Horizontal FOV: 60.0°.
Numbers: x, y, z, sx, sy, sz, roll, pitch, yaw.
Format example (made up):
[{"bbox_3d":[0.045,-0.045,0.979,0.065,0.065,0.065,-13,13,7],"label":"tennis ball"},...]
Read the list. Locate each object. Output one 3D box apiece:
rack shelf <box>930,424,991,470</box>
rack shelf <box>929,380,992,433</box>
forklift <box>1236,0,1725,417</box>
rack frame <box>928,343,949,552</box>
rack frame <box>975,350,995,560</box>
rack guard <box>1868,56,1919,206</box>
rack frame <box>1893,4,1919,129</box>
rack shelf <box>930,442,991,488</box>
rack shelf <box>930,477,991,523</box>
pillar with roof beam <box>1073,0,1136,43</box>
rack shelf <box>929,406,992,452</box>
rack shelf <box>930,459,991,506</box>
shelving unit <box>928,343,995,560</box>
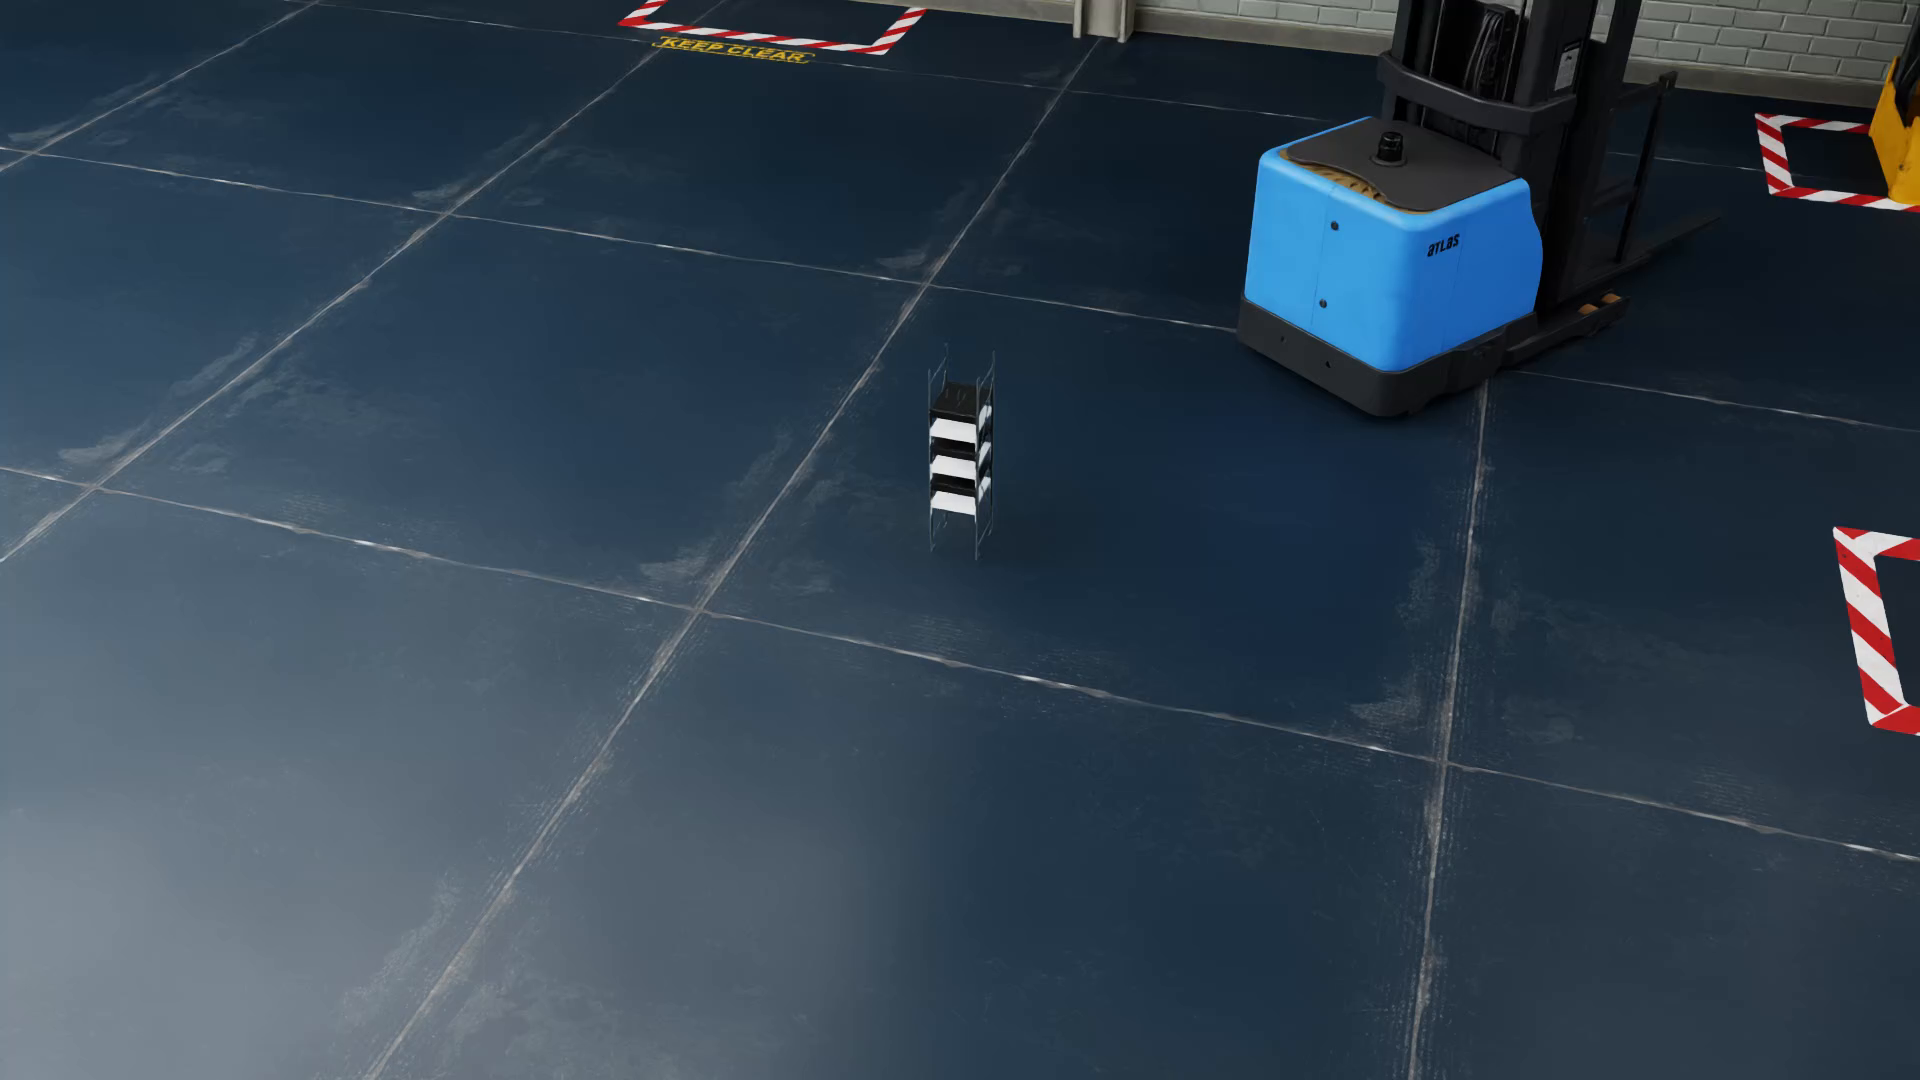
[{"bbox_3d":[0.008,-0.407,6.948,0.200,0.077,0.258,10,38,14],"label":"rack shelf"},{"bbox_3d":[0.008,-0.552,6.841,0.200,0.077,0.258,10,38,14],"label":"rack shelf"},{"bbox_3d":[2.906,-2.470,8.134,3.031,2.935,1.130,-24,43,-29],"label":"forklift"},{"bbox_3d":[-0.089,-0.379,7.006,0.006,0.900,0.240,10,38,14],"label":"rack frame"},{"bbox_3d":[0.105,-0.343,6.957,0.006,0.900,0.240,10,38,14],"label":"rack frame"},{"bbox_3d":[5.943,-2.536,10.274,0.348,0.500,1.175,10,38,14],"label":"rack guard"},{"bbox_3d":[5.870,-3.556,9.551,0.127,3.000,1.000,10,38,14],"label":"rack frame"},{"bbox_3d":[0.008,-0.334,7.001,0.200,0.077,0.258,10,38,14],"label":"rack shelf"},{"bbox_3d":[0.008,-0.189,7.108,0.200,0.077,0.258,10,38,14],"label":"rack shelf"},{"bbox_3d":[-0.215,-4.963,6.401,0.400,9.000,9.100,10,38,14],"label":"pillar with roof beam"},{"bbox_3d":[0.008,-0.479,6.894,0.200,0.077,0.258,10,38,14],"label":"rack shelf"},{"bbox_3d":[0.008,-0.262,7.054,0.200,0.077,0.258,10,38,14],"label":"rack shelf"},{"bbox_3d":[0.008,-0.361,6.981,0.210,0.900,0.258,10,38,14],"label":"shelving unit"}]
